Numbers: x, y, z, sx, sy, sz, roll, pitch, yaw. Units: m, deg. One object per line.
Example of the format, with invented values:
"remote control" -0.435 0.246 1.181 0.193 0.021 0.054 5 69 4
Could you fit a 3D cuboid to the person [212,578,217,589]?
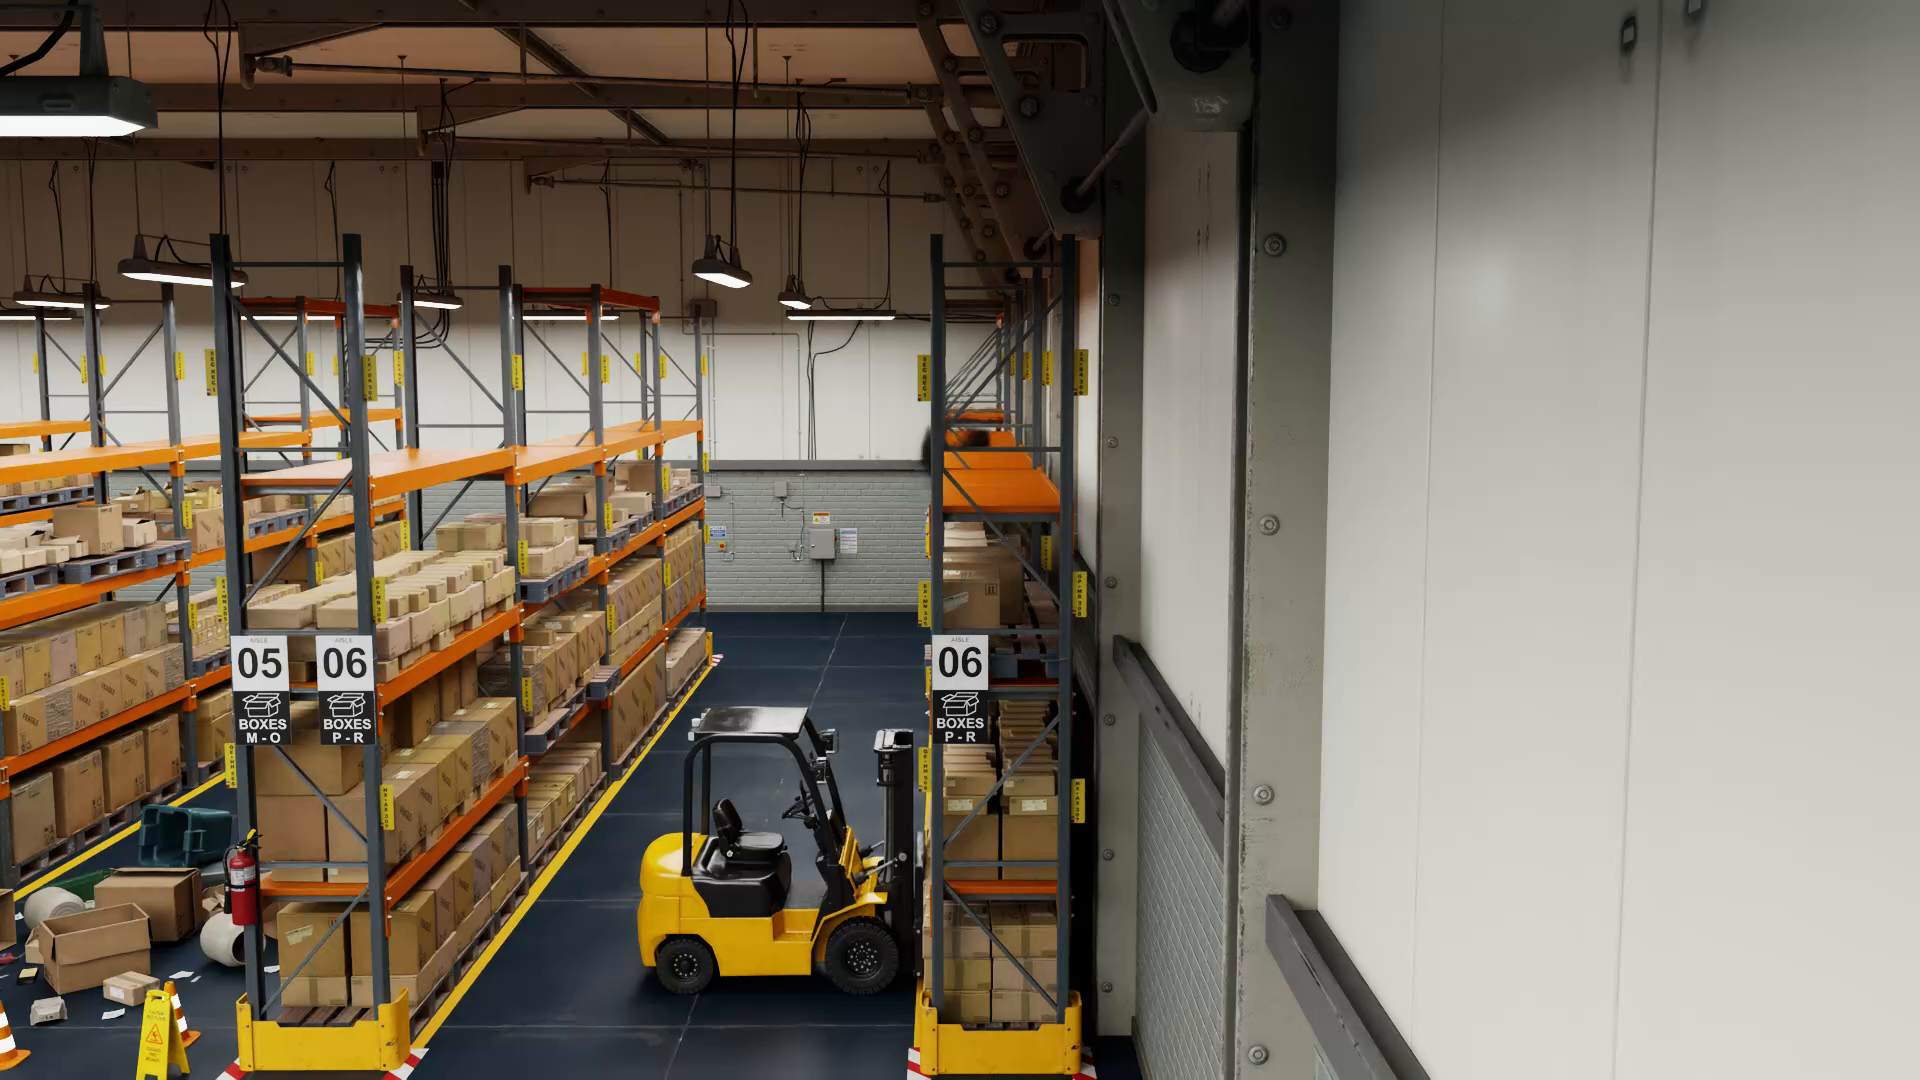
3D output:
"person" -11.565 1.434 26.044 0.625 1.717 0.866 0 6 3
